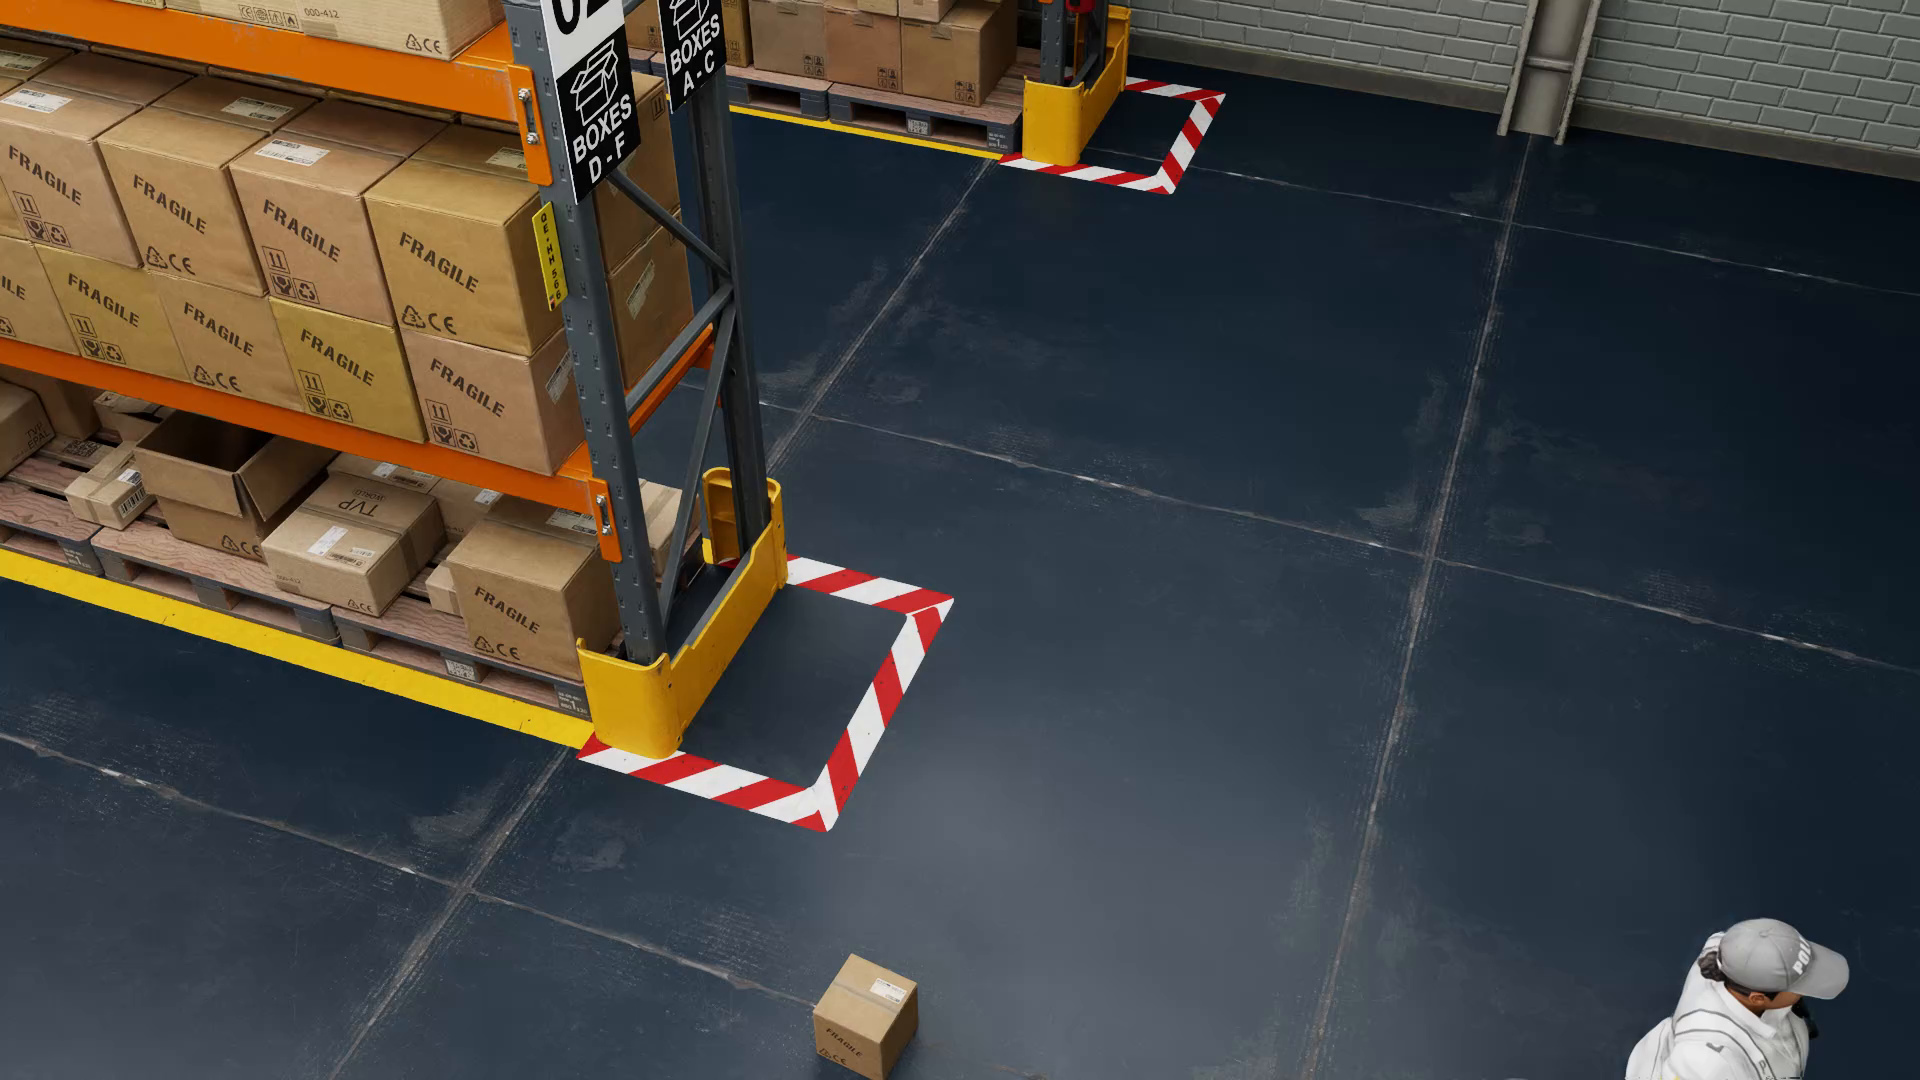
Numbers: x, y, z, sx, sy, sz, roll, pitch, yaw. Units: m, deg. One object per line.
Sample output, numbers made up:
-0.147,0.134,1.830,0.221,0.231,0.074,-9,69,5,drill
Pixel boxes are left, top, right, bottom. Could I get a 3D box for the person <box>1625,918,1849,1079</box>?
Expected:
1.925,1.504,4.457,0.816,1.628,0.482,19,45,20,person
